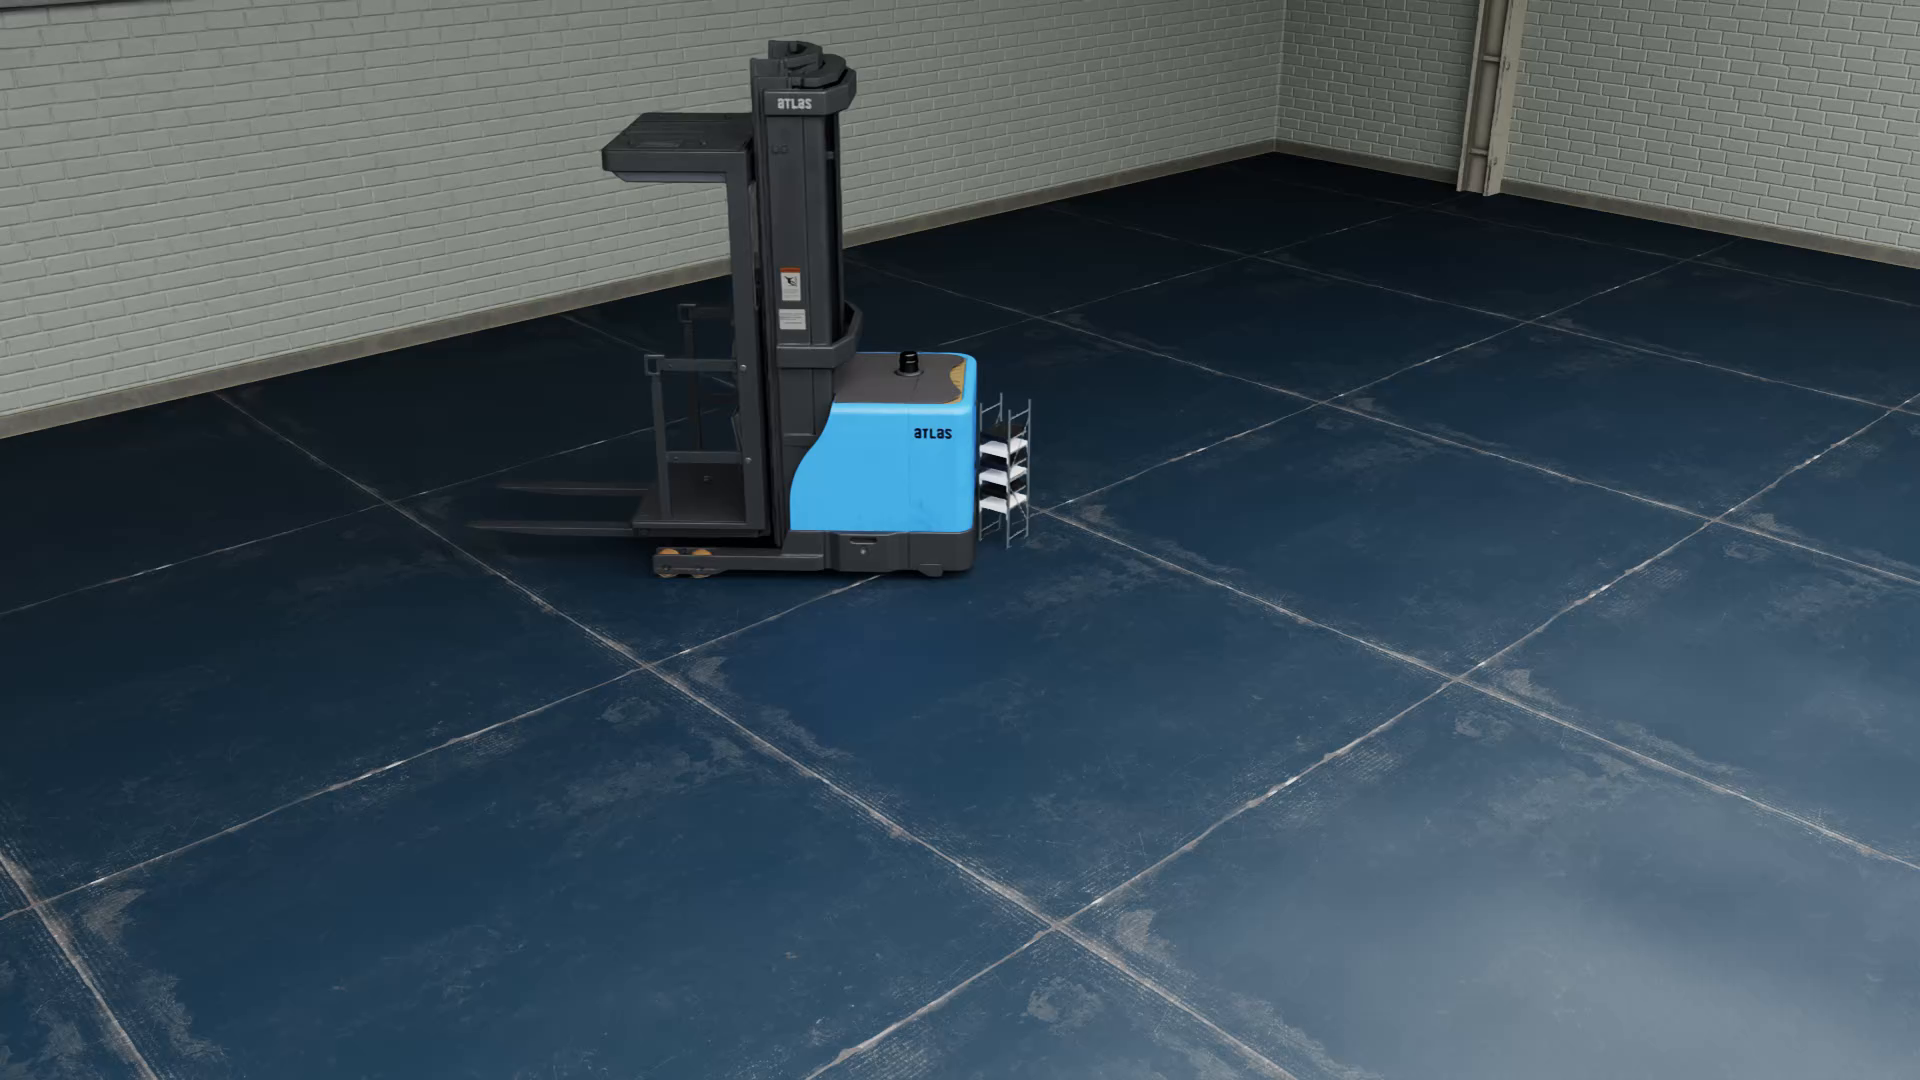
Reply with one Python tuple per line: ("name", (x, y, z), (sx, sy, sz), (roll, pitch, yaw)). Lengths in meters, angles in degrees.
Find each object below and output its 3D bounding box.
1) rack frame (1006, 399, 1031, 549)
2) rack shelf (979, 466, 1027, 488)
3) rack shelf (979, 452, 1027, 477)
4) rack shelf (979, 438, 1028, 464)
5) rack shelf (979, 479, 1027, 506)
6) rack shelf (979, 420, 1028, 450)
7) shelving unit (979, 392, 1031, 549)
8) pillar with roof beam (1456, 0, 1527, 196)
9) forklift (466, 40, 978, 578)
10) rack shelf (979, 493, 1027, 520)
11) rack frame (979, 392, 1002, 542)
("rack frame", (0.353, -0.392, 10.026), (0.006, 0.900, 0.240), (16, 29, 31))
("rack shelf", (0.269, -0.386, 10.092), (0.200, 0.077, 0.258), (16, 29, 31))
("rack shelf", (0.269, -0.468, 10.055), (0.200, 0.077, 0.258), (16, 29, 31))
("rack shelf", (0.269, -0.550, 10.018), (0.200, 0.077, 0.258), (16, 29, 31))
("rack shelf", (0.269, -0.304, 10.129), (0.200, 0.077, 0.258), (16, 29, 31))
("rack shelf", (0.269, -0.632, 9.980), (0.200, 0.077, 0.258), (16, 29, 31))
("shelving unit", (0.269, -0.416, 10.078), (0.210, 0.900, 0.258), (16, 29, 31))
("pillar with roof beam", (2.772, -6.852, 14.427), (9.100, 9.000, 0.400), (-21, 32, -38))
("forklift", (-1.415, -1.327, 9.627), (3.031, 2.935, 1.130), (1, 25, 2))
("rack shelf", (0.269, -0.222, 10.167), (0.200, 0.077, 0.258), (16, 29, 31))
("rack frame", (0.186, -0.440, 10.131), (0.006, 0.900, 0.240), (16, 29, 31))
